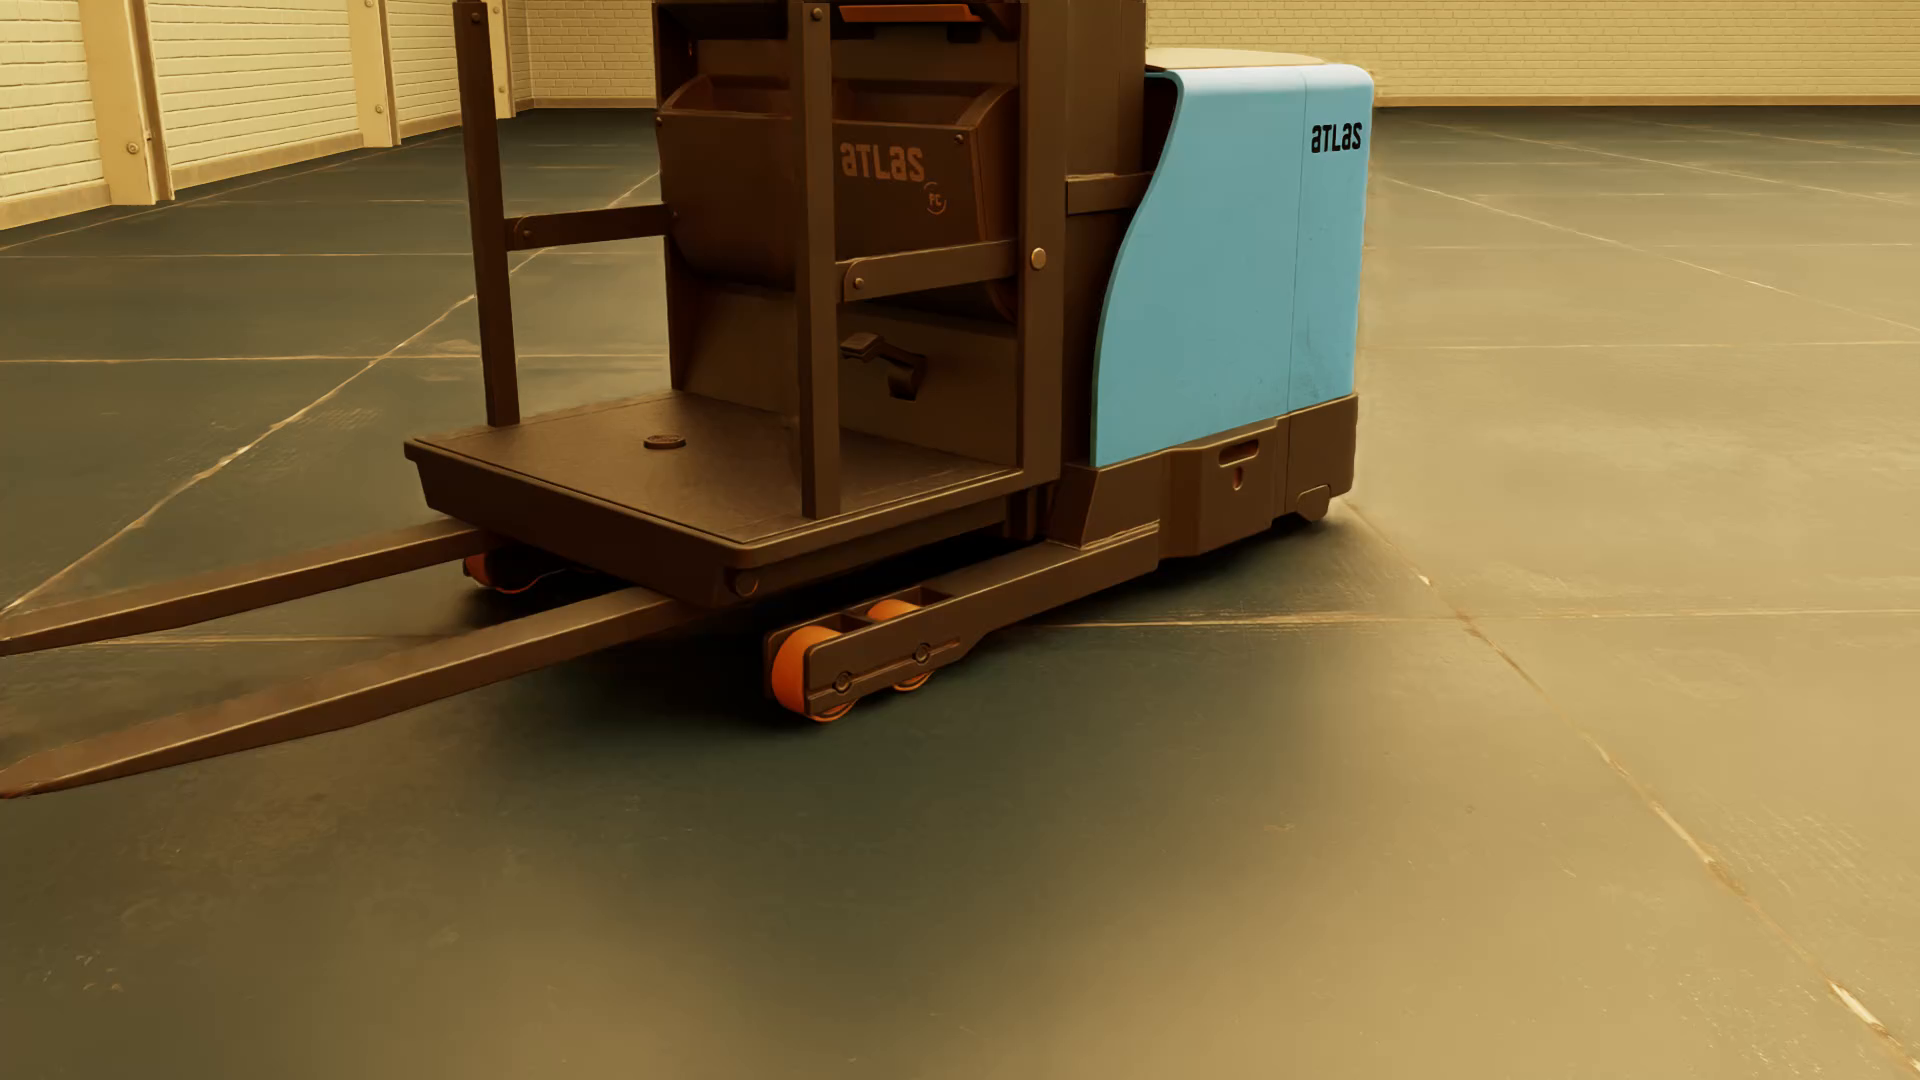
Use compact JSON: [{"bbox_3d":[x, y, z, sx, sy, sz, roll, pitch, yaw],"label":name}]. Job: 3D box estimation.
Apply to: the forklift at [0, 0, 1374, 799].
[{"bbox_3d":[-0.412,-1.254,3.006,1.130,2.935,3.031,16,23,41],"label":"forklift"}]
